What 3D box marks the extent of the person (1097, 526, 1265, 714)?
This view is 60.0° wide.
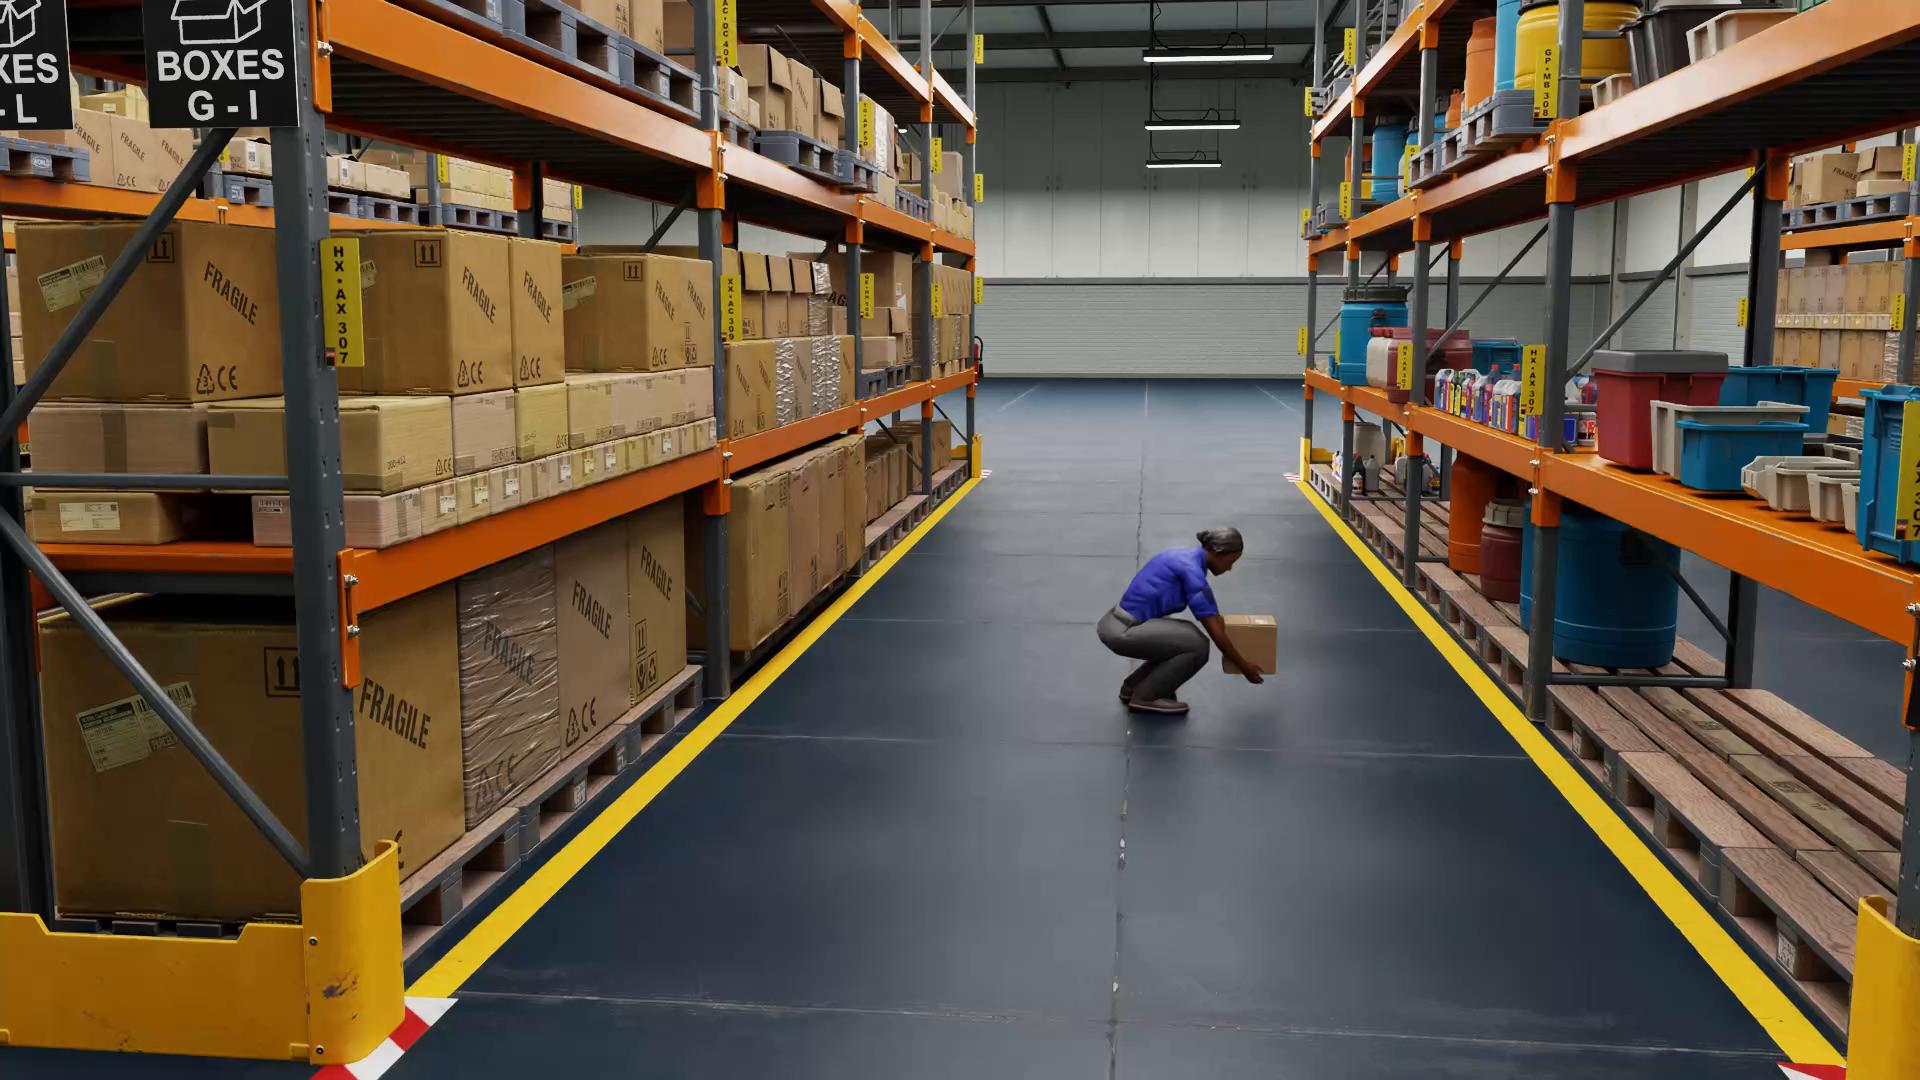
[{"bbox_3d":[1.095,0.388,8.268,0.826,0.916,0.505,1,8,6],"label":"person"}]
